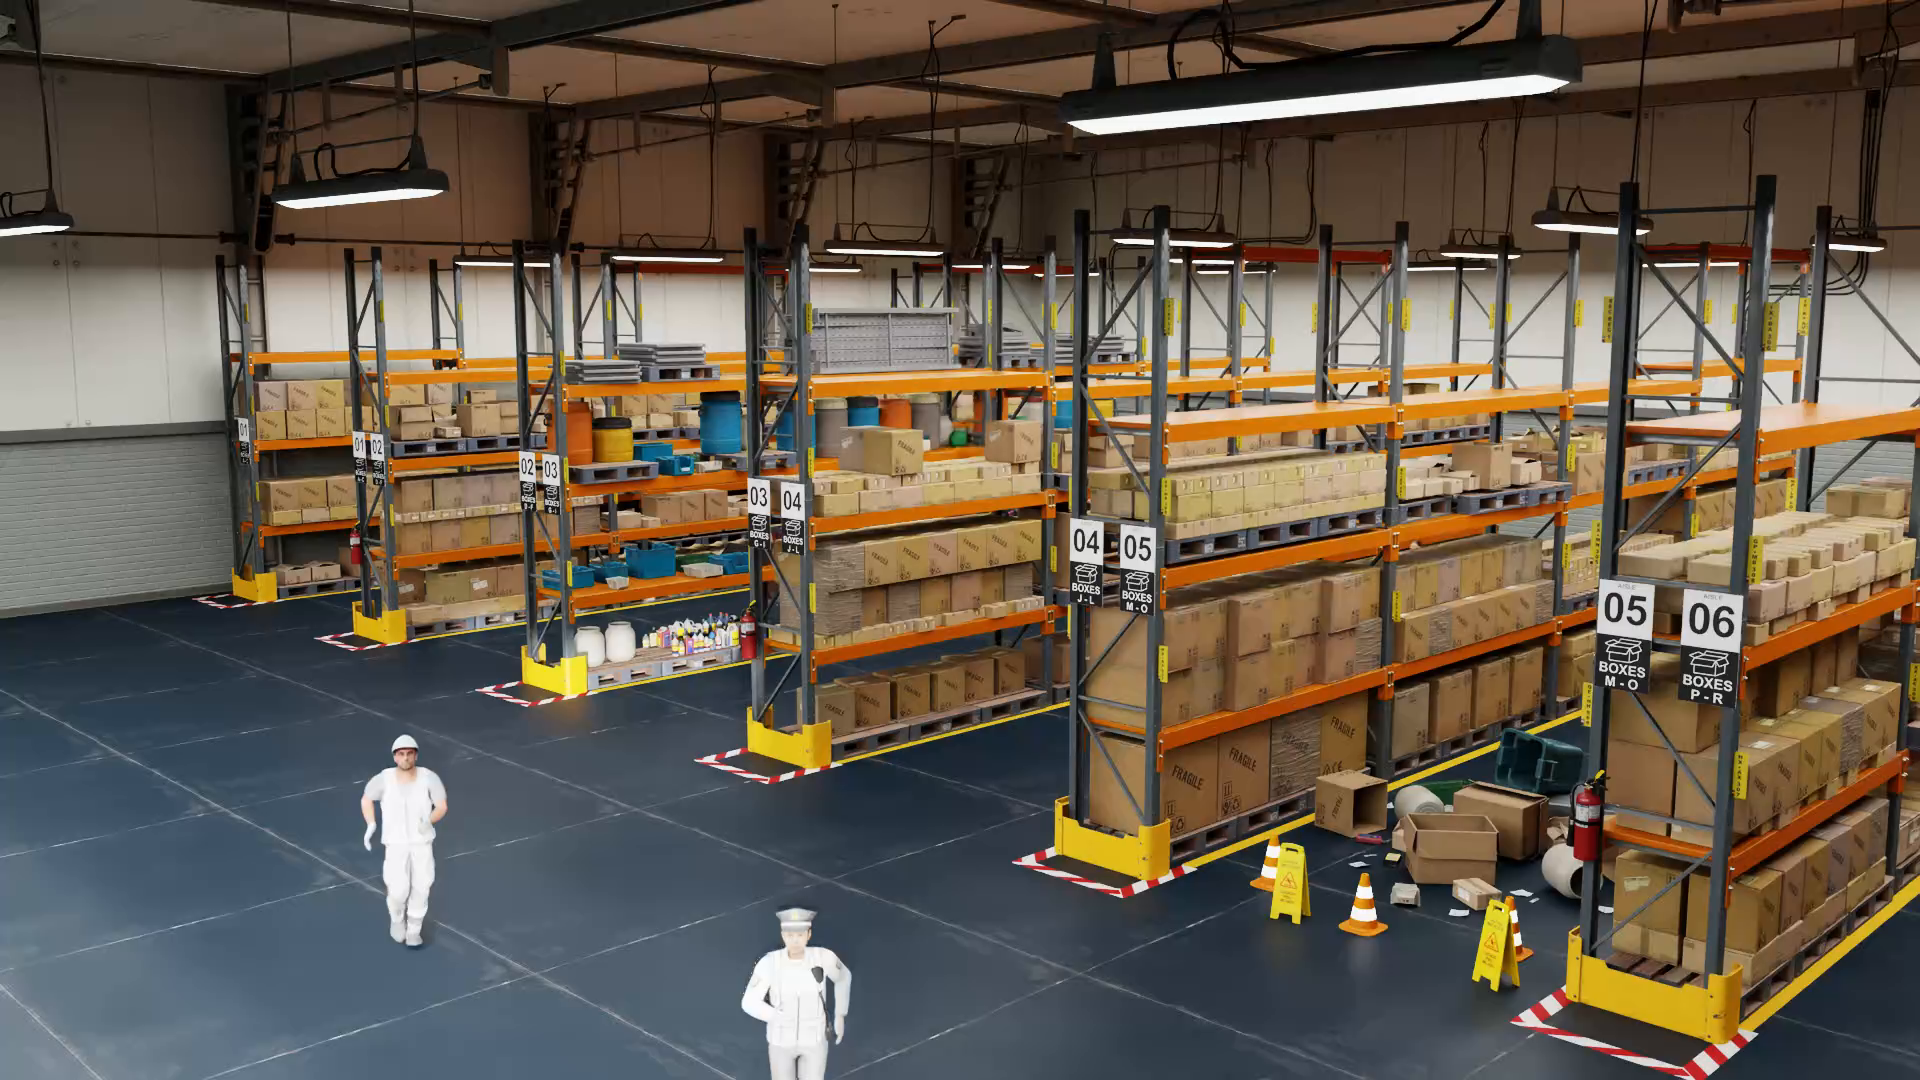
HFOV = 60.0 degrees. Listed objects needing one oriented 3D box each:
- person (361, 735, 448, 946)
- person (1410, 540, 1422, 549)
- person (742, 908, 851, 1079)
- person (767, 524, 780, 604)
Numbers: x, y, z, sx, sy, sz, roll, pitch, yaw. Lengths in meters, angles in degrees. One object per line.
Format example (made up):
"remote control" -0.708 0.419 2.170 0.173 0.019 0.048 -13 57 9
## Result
"person" -4.397 2.424 13.245 0.643 1.743 0.615 -3 9 -23
"person" 6.863 0.808 25.116 0.567 1.650 0.792 6 10 35
"person" -0.953 2.938 9.768 0.631 1.687 0.899 0 8 -3
"person" -3.143 0.238 27.054 0.519 1.631 0.578 -8 11 -44
